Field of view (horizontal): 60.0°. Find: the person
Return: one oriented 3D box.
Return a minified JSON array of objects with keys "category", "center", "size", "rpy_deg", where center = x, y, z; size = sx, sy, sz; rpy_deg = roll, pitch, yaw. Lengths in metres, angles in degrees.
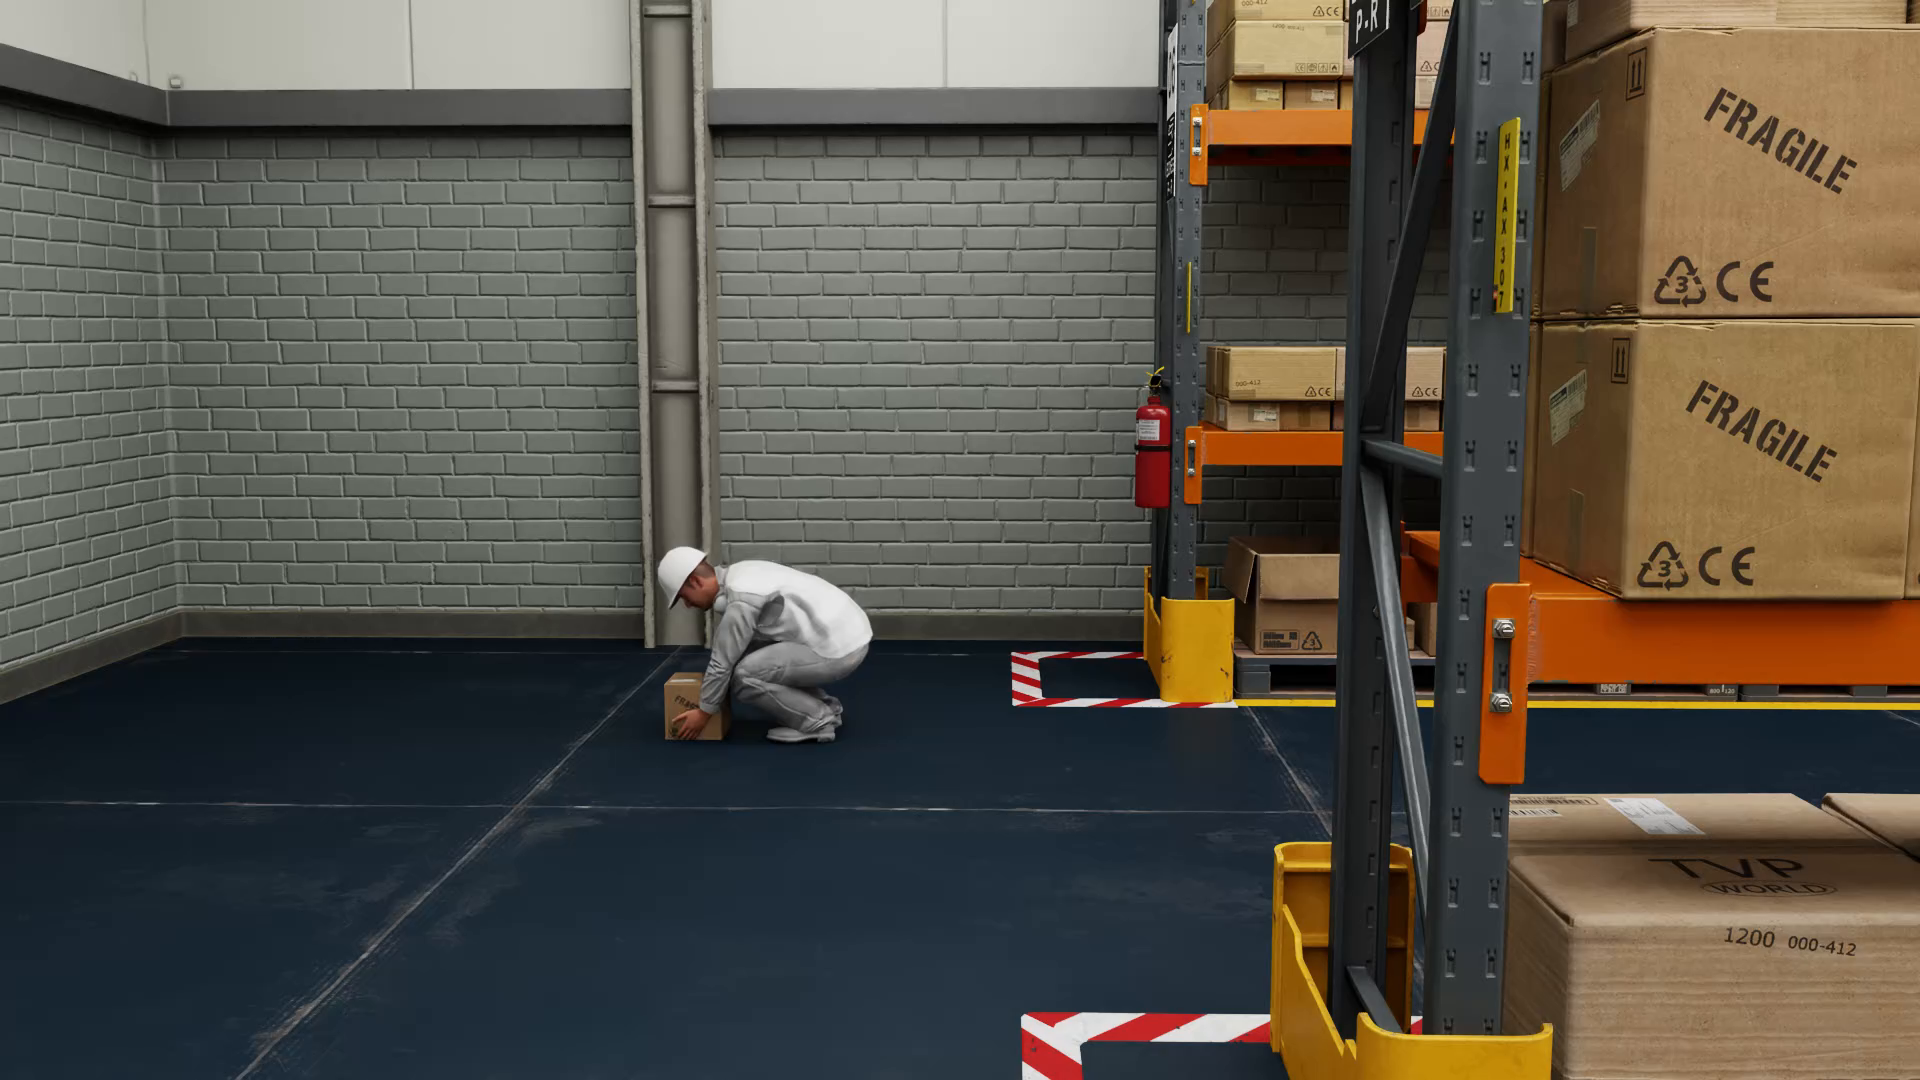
[{"category":"person","center":[-0.853,0.456,7.348],"size":[0.928,0.869,0.529],"rpy_deg":[0,7,1]}]
